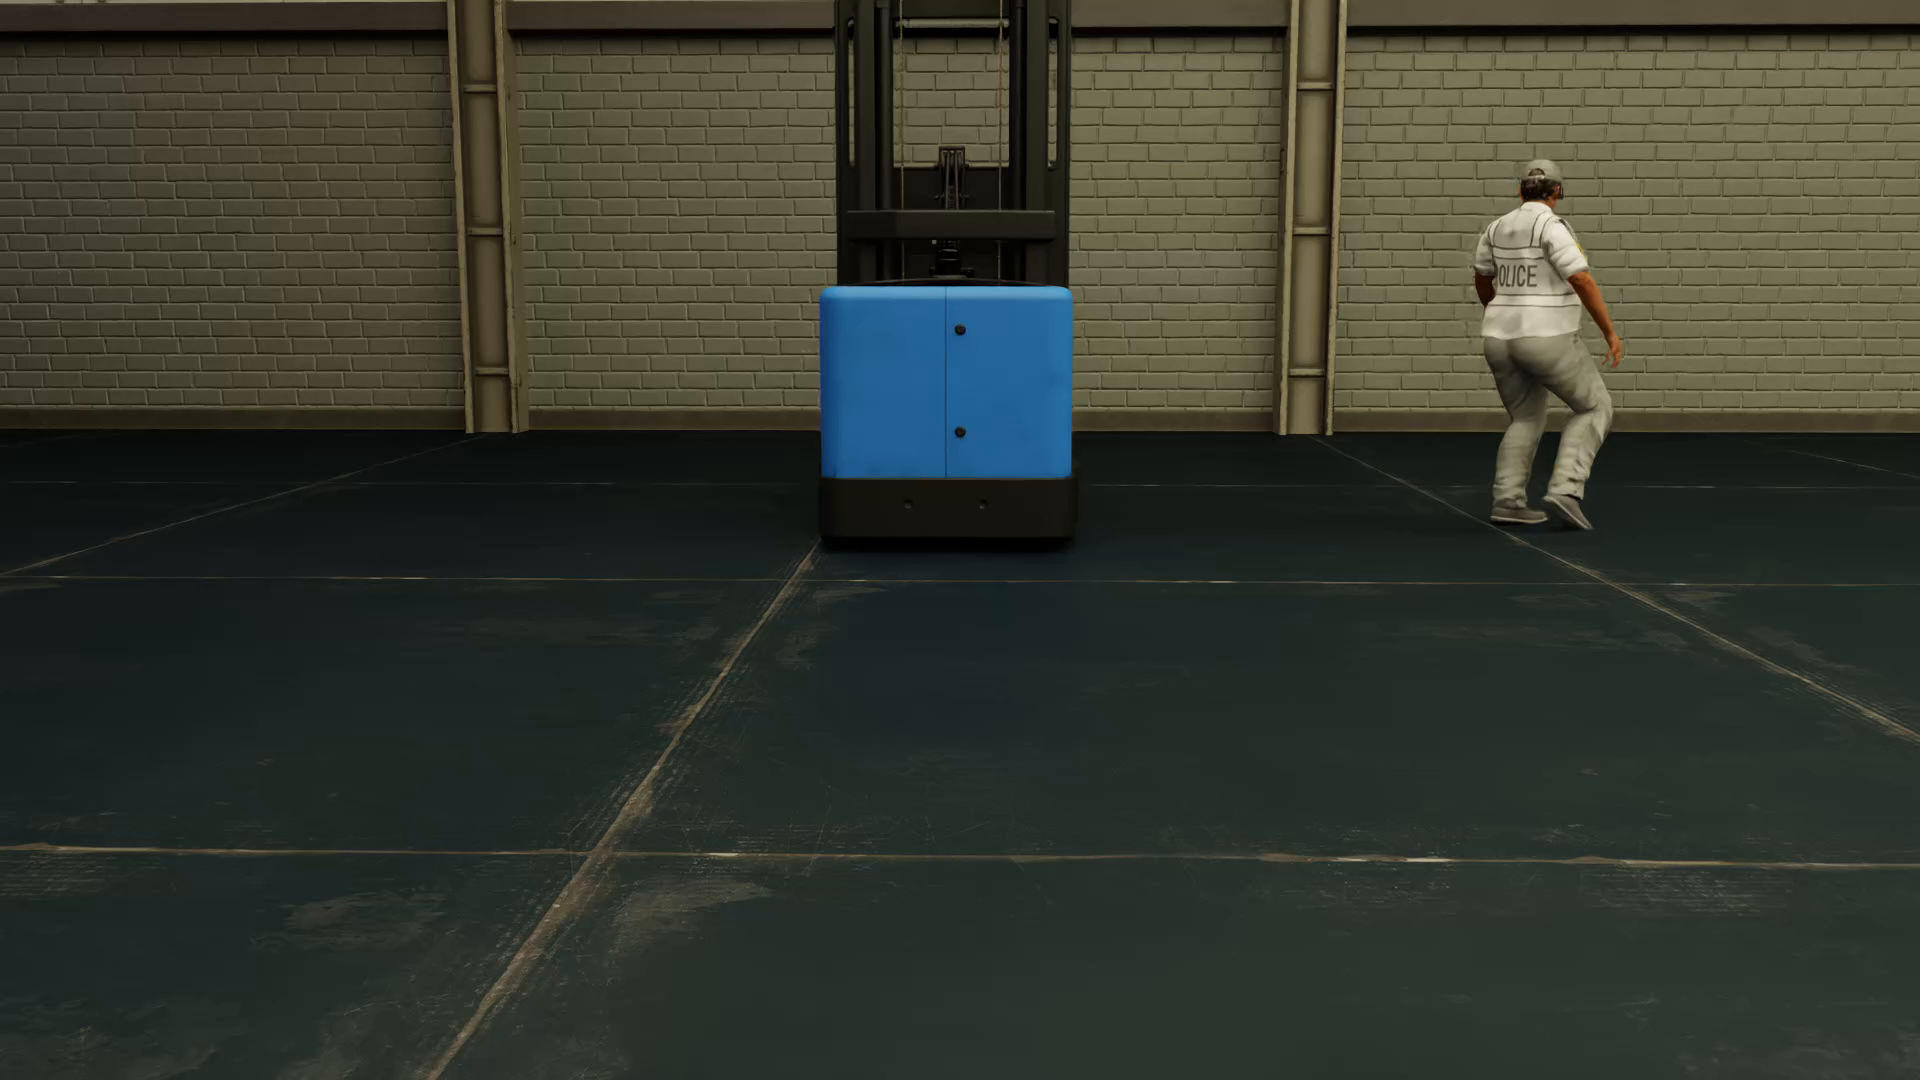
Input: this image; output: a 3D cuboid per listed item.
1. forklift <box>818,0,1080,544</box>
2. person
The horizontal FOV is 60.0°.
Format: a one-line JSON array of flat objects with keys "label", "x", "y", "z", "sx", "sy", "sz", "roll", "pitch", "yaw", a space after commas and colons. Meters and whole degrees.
[{"label": "forklift", "x": -0.028, "y": -1.617, "z": 8.005, "sx": 1.130, "sy": 2.935, "sz": 3.031, "roll": 0, "pitch": 9, "yaw": 1}, {"label": "person", "x": 2.603, "y": -0.863, "z": 7.503, "sx": 0.490, "sy": 1.674, "sz": 0.796, "roll": -4, "pitch": 9, "yaw": -22}]
